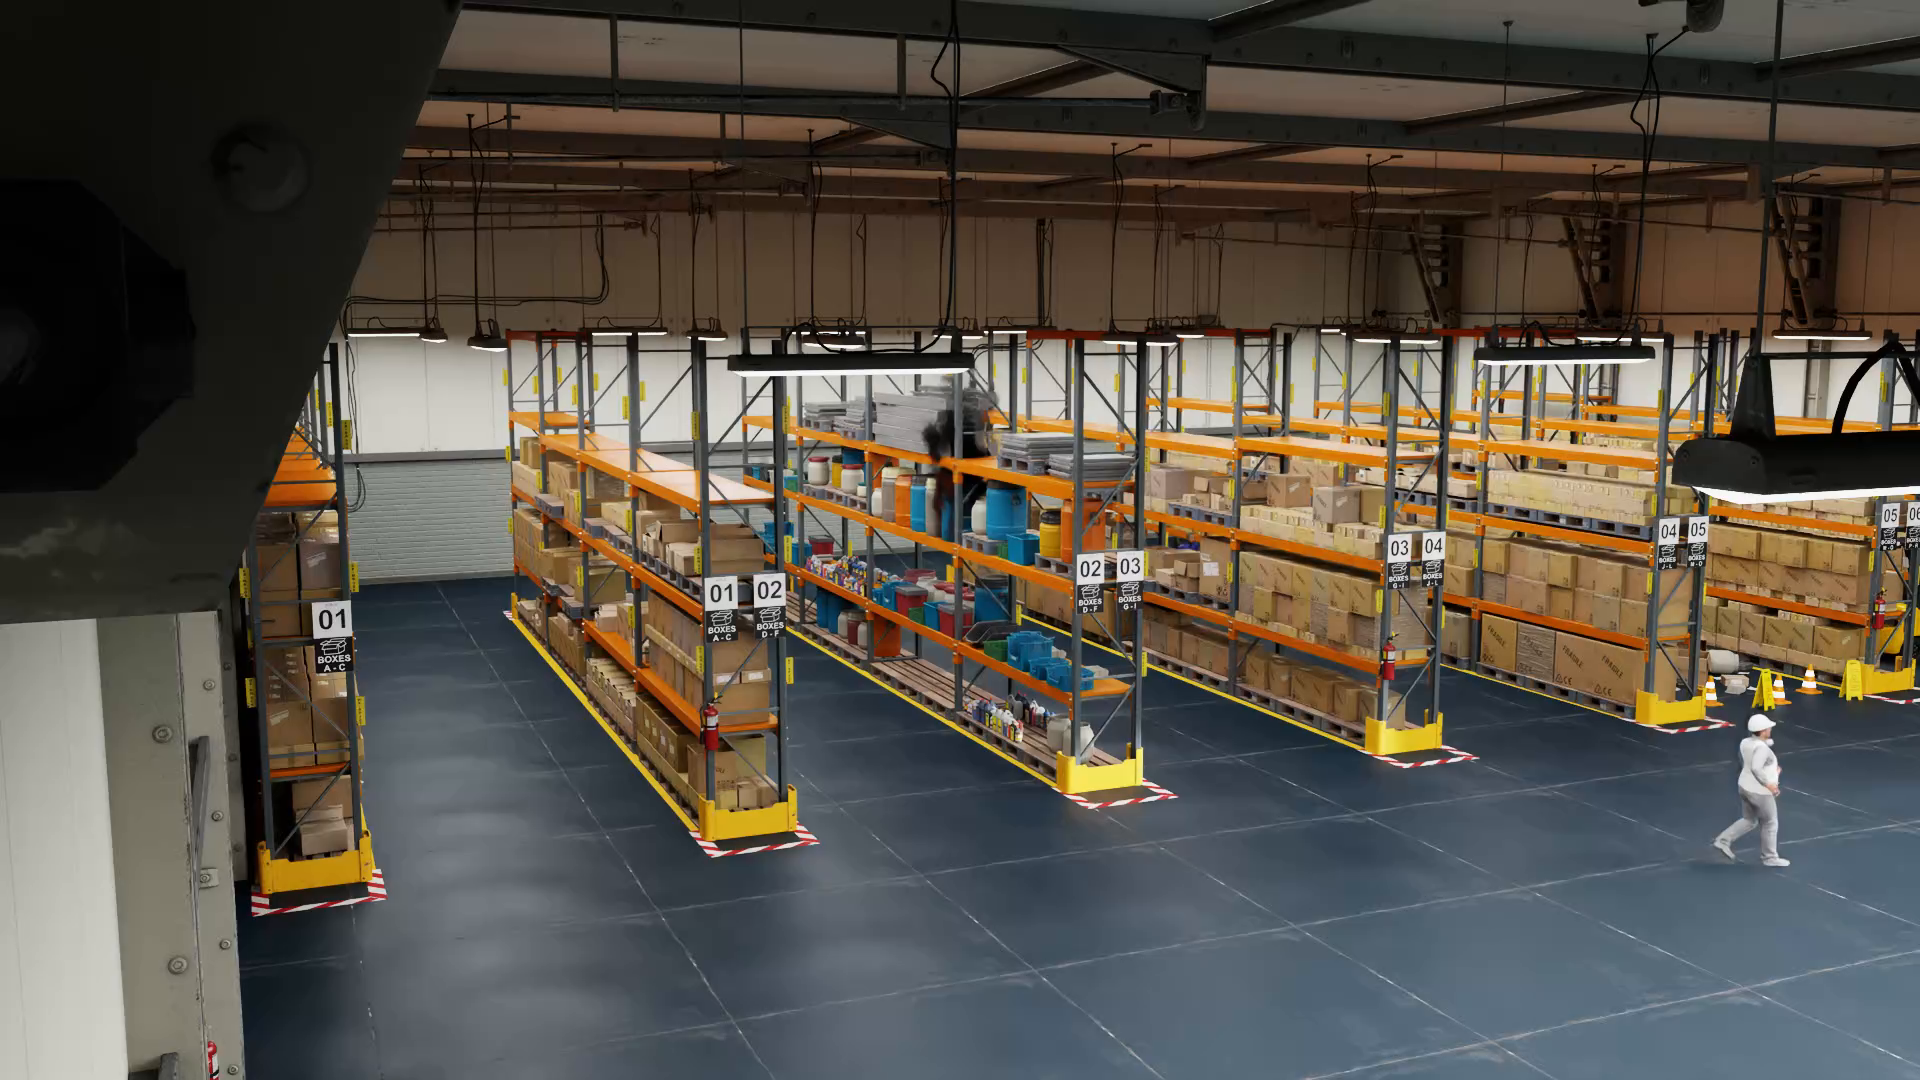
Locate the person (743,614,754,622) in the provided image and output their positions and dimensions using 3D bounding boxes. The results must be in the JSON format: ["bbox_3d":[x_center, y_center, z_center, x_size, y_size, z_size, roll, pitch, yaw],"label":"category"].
[{"bbox_3d":[-3.856,1.521,29.392,0.573,1.722,0.816,-4,9,-29],"label":"person"}]

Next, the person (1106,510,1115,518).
[{"bbox_3d":[3.491,0.122,39.325,0.713,1.776,0.935,-1,8,-5],"label":"person"}]

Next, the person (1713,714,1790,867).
[{"bbox_3d":[9.118,2.862,19.045,0.844,1.759,0.671,0,8,-1],"label":"person"}]

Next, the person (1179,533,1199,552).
[{"bbox_3d":[4.930,0.630,36.267,0.556,1.631,0.797,-4,9,-27],"label":"person"}]
